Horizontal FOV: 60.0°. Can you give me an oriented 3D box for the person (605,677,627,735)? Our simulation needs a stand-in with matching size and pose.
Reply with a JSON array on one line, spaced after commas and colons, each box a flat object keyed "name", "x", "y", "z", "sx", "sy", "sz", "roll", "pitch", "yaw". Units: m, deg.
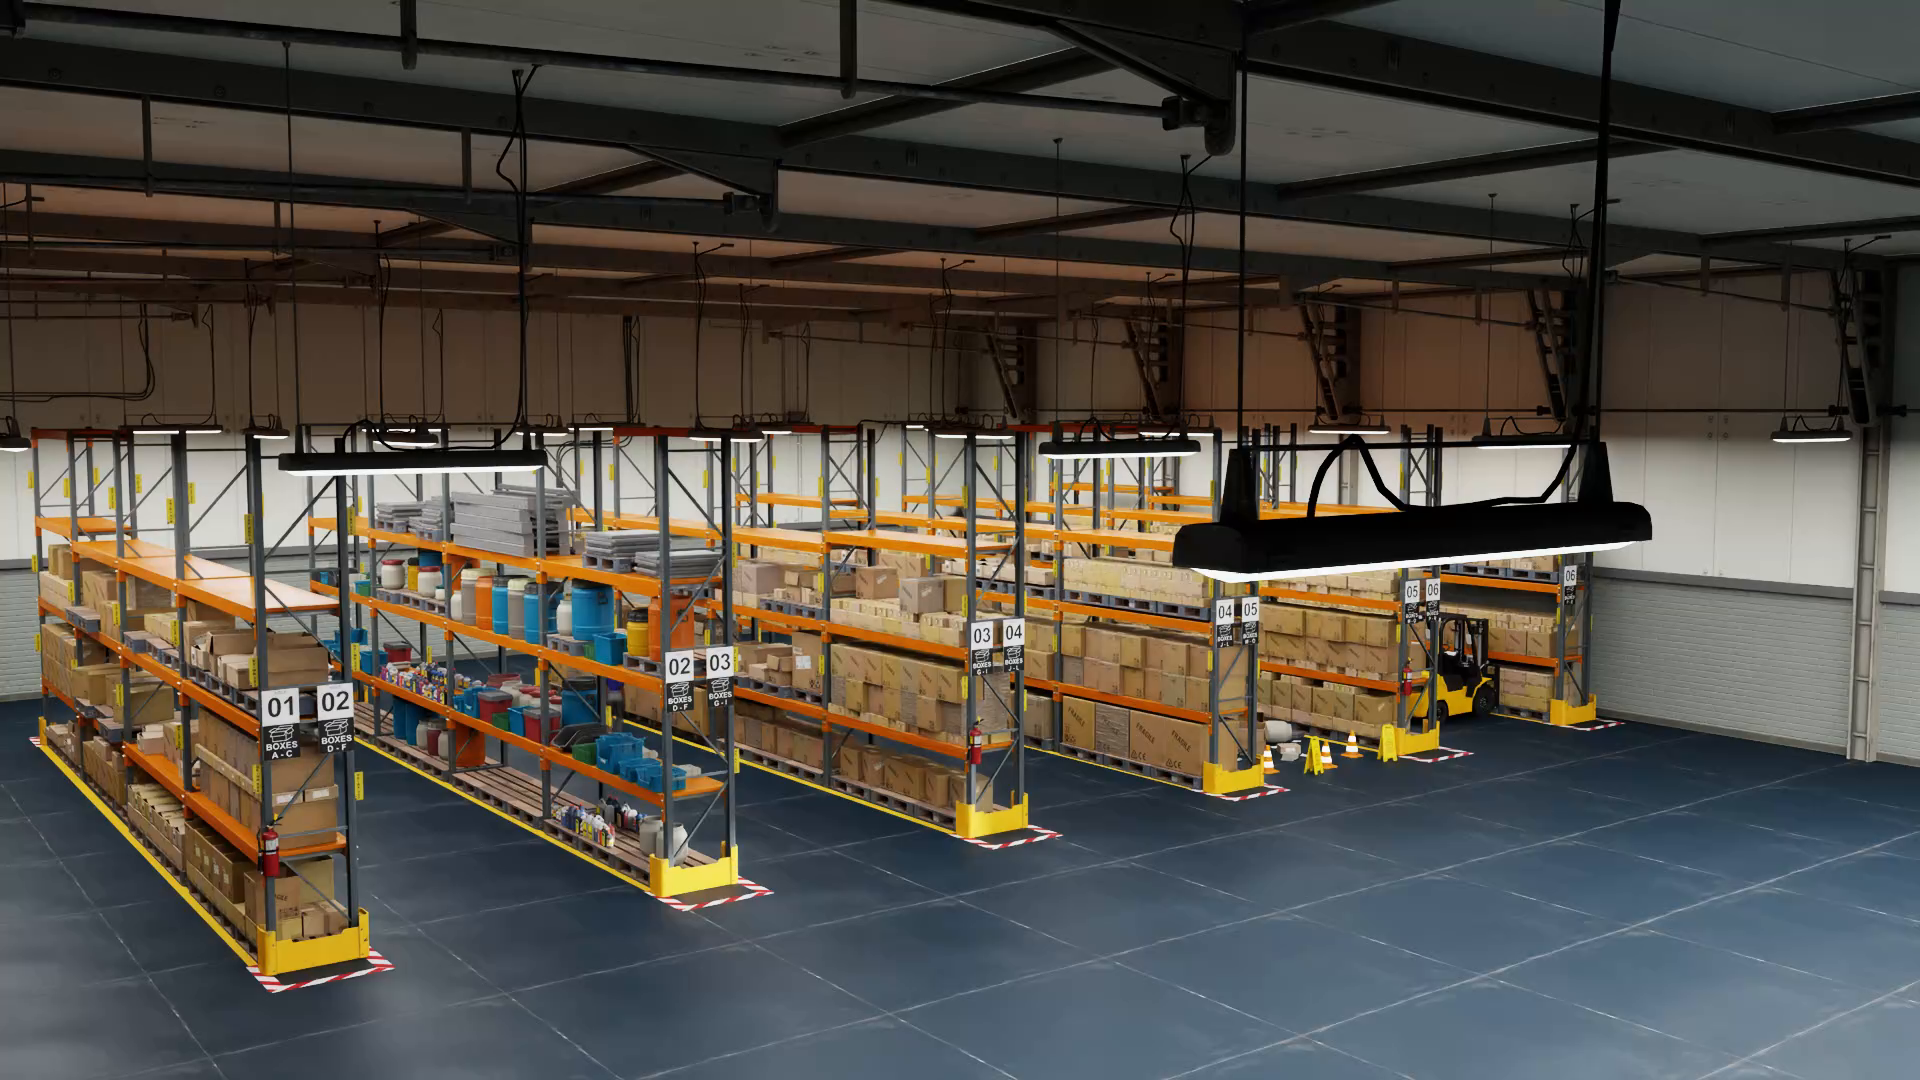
[{"name": "person", "x": -6.527, "y": 3.030, "z": 31.406, "sx": 0.442, "sy": 1.649, "sz": 0.500, "roll": 0, "pitch": 4, "yaw": -1}]

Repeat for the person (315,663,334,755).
[{"name": "person", "x": -11.540, "y": 3.068, "z": 30.128, "sx": 0.521, "sy": 1.767, "sz": 0.523, "roll": 0, "pitch": 4, "yaw": -3}]
